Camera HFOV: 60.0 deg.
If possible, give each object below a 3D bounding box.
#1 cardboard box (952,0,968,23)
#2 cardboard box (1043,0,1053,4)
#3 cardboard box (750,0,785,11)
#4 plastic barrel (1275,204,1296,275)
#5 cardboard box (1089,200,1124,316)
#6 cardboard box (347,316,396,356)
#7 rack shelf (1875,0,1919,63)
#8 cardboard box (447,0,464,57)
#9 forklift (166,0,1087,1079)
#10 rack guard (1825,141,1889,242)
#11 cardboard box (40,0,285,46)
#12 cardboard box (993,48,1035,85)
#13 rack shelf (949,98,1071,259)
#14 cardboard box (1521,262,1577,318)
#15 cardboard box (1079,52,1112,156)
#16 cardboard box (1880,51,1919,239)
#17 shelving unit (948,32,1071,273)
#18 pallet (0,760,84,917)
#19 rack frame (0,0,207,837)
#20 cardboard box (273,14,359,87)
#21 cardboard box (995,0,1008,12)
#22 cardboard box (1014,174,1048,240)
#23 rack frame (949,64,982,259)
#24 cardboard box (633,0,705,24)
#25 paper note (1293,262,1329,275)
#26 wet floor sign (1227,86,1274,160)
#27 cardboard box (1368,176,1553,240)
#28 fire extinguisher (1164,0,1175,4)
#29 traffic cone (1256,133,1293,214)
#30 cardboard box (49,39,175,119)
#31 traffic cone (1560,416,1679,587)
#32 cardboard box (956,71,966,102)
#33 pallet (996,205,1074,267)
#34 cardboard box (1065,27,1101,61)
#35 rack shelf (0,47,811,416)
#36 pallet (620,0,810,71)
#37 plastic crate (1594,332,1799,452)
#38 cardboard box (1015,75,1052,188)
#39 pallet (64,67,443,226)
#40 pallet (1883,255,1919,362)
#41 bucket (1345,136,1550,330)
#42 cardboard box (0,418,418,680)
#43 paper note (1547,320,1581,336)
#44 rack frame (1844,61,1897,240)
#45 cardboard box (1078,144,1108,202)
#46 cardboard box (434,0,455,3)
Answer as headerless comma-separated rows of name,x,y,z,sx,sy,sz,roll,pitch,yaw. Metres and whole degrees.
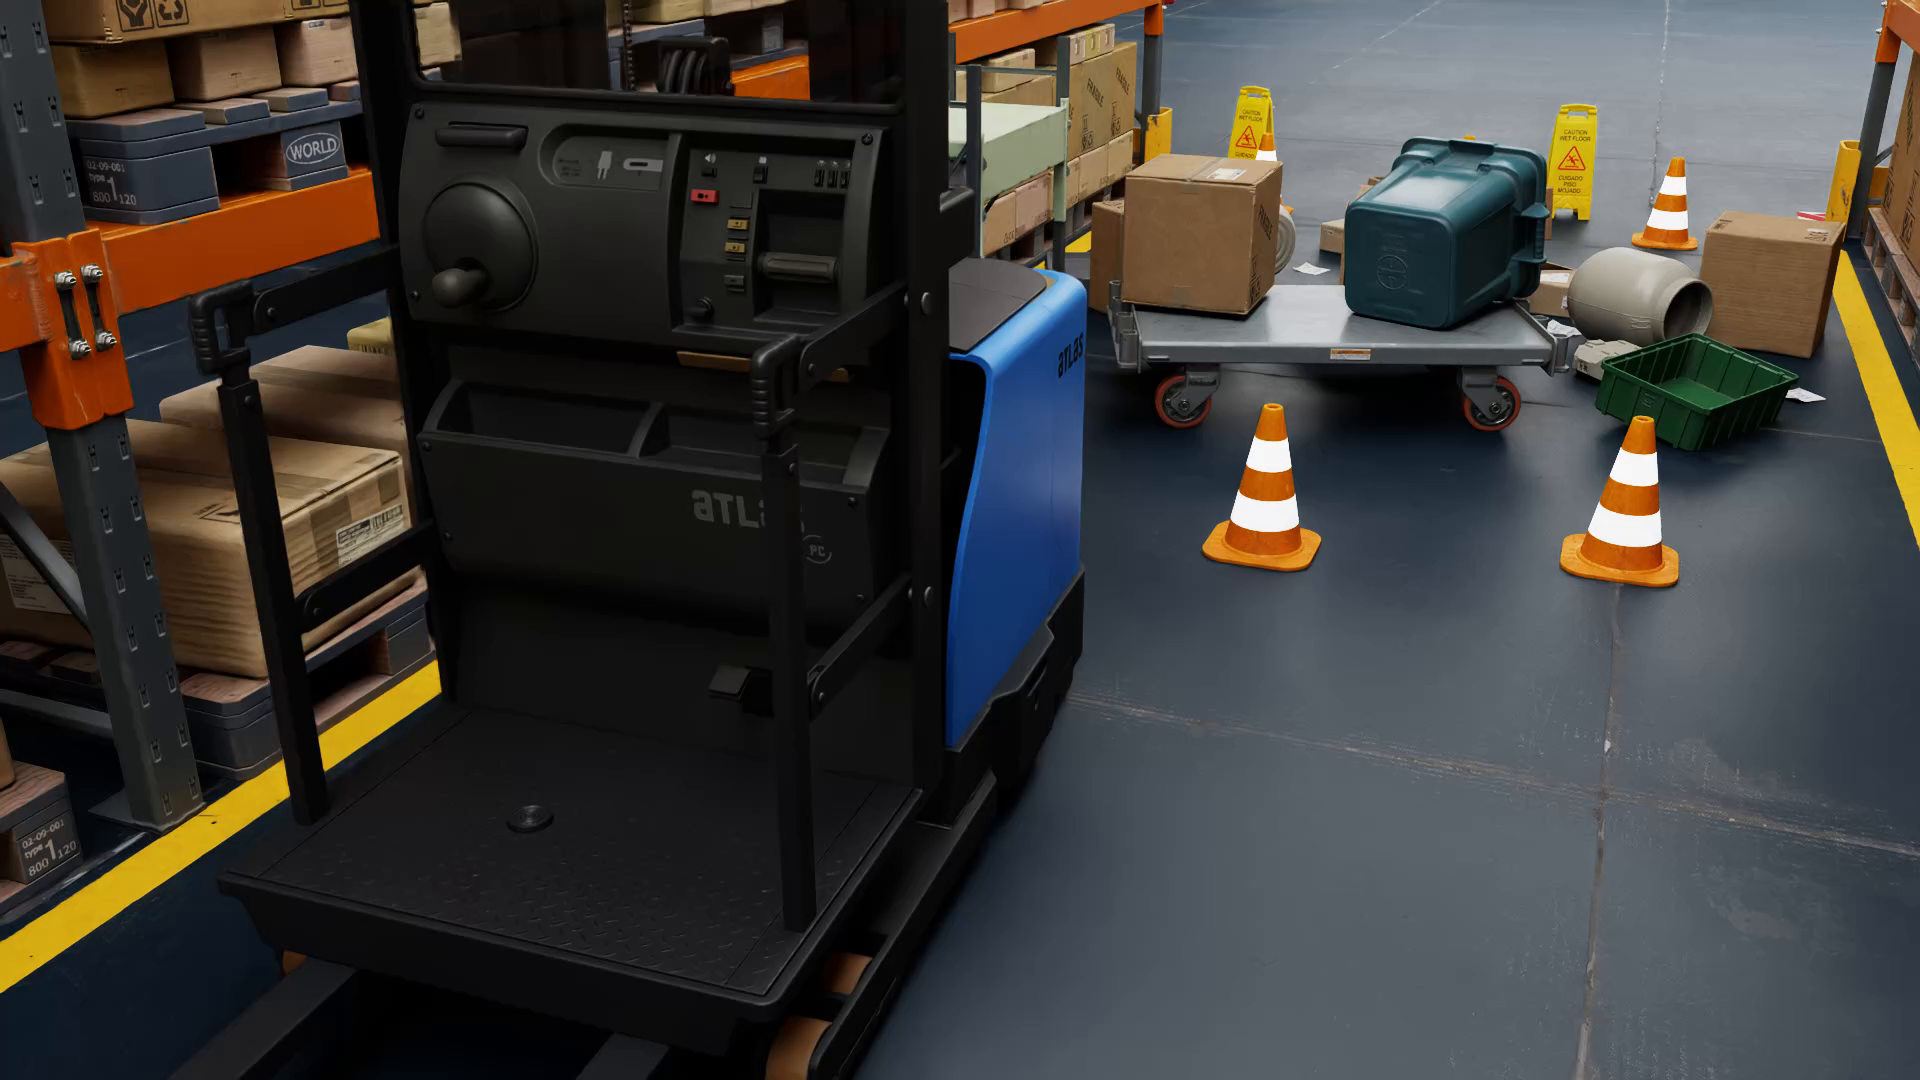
cardboard box,-0.186,-2.402,7.434,0.380,0.149,0.250,9,24,20
cardboard box,0.250,-2.755,8.280,0.380,0.149,0.250,9,24,20
cardboard box,-0.828,-1.918,5.732,0.380,0.149,0.250,8,24,19
plastic barrel,1.408,-1.540,8.388,0.421,0.421,0.512,-12,25,-26
cardboard box,0.945,-1.290,7.686,0.500,0.500,0.500,-12,25,-26
cardboard box,-1.429,-0.540,5.515,0.950,0.372,0.625,10,25,22
rack shelf,4.660,-1.965,6.995,1.077,0.370,4.000,9,24,20
cardboard box,-1.490,-1.370,4.419,0.380,0.149,0.250,10,25,23
forklift,-0.646,-0.539,2.737,1.130,2.935,3.031,8,24,18
rack guard,5.412,-1.867,9.072,1.175,0.500,0.348,9,24,20
cardboard box,-1.820,-1.327,3.475,0.500,0.500,0.500,8,24,19
cardboard box,0.142,-2.313,8.105,0.380,0.149,0.250,10,25,23
rack shelf,0.002,-1.055,4.816,0.431,0.370,0.720,9,24,20
cardboard box,2.845,-1.198,7.774,0.396,0.266,0.258,13,26,29
cardboard box,0.523,-2.445,9.260,0.500,0.500,0.500,10,25,22
cardboard box,5.212,-1.974,8.295,0.875,0.875,0.875,9,24,20
shelving unit,0.002,-0.694,4.967,0.431,1.500,0.755,9,24,20
pallet,-2.565,0.736,3.214,1.003,0.211,1.213,9,24,20
rack frame,-2.202,-0.822,3.326,1.000,3.000,0.127,9,24,20
cardboard box,-1.628,-1.177,3.958,0.380,0.149,0.250,7,24,17
cardboard box,0.009,-2.585,7.873,0.380,0.149,0.250,9,24,20
cardboard box,0.136,-1.734,8.532,0.500,0.250,0.500,8,24,19
rack frame,-0.133,-0.563,4.653,0.400,1.500,0.023,9,24,20
cardboard box,-1.044,-1.745,5.316,0.380,0.149,0.250,9,24,20
paper note,1.812,-1.404,8.586,0.148,0.019,0.142,19,29,38
wet floor sign,1.833,-2.513,10.430,0.267,0.644,0.232,19,29,38
cardboard box,2.468,-1.542,8.288,0.797,0.503,0.637,-7,24,-17
fire extinguisher,1.240,-3.624,10.135,0.296,0.674,0.183,9,24,20
traffic cone,1.807,-2.176,9.858,0.336,0.463,0.334,9,24,20
cardboard box,-1.909,-0.990,3.508,0.380,0.149,0.250,7,24,17
traffic cone,2.017,-0.147,5.001,0.336,0.463,0.334,9,24,20
cardboard box,-0.144,-2.032,7.432,0.380,0.149,0.250,9,24,21
pallet,-0.048,-1.650,8.927,1.003,0.211,1.213,9,24,20
cardboard box,0.544,-2.701,9.032,0.380,0.149,0.250,9,24,21
rack shelf,-1.459,-1.206,5.178,1.077,0.370,4.000,9,24,20
pallet,-1.135,-1.912,6.185,1.003,0.211,1.213,9,24,20
plastic crate,2.765,-0.560,6.272,0.662,0.188,0.450,-17,38,-35
cardboard box,0.136,-2.075,8.377,0.500,0.500,0.500,10,25,23
pallet,-2.036,-1.004,4.010,1.213,0.211,1.003,9,24,20
pallet,4.724,-0.993,7.354,1.003,0.211,1.213,9,24,20
bucket,1.827,-1.151,6.388,0.726,0.611,0.620,19,39,38
cardboard box,-1.983,-0.004,4.232,0.950,0.372,0.625,7,24,16
paper note,2.722,-0.955,7.507,0.172,0.023,0.155,19,29,38
rack frame,5.403,-3.012,8.570,1.000,3.000,0.127,9,24,20
cardboard box,0.519,-2.098,9.403,0.500,0.250,0.500,9,24,20
cardboard box,-1.442,-1.706,4.381,0.500,0.500,0.500,9,24,21
